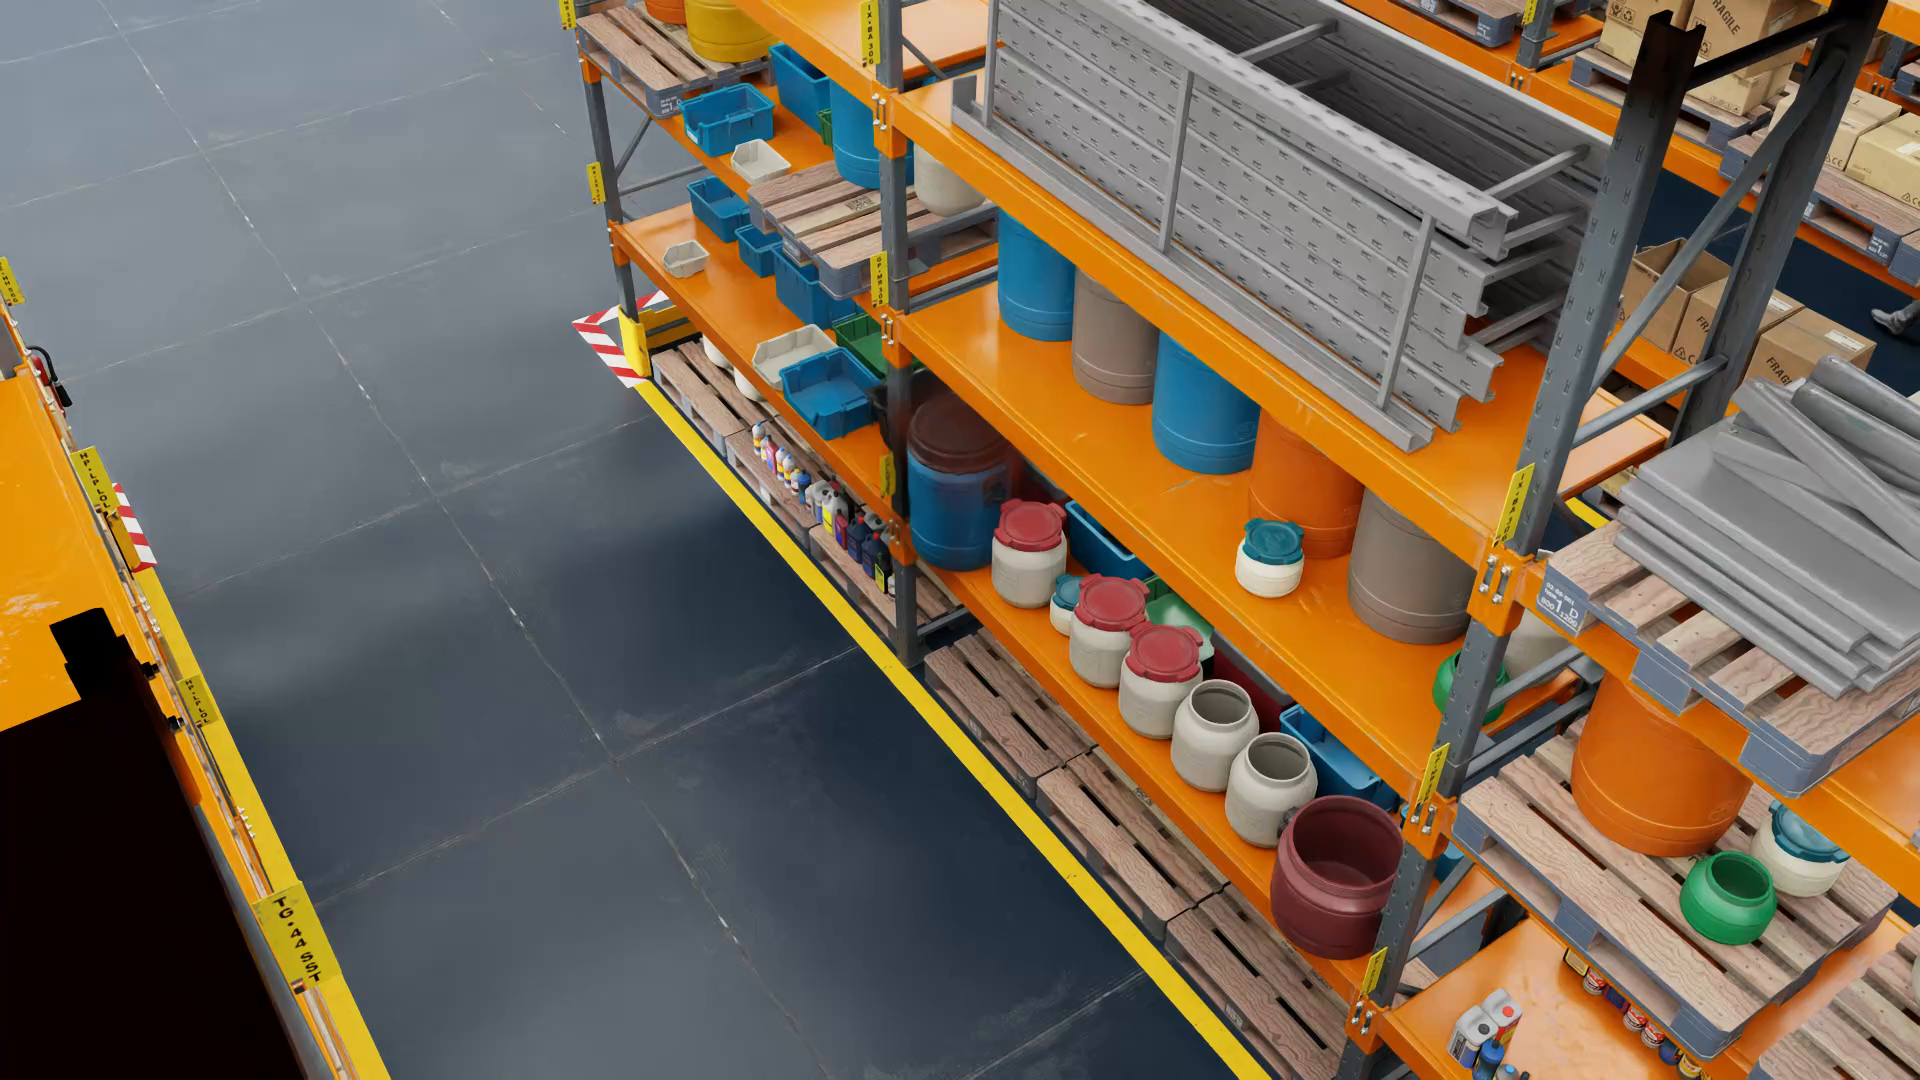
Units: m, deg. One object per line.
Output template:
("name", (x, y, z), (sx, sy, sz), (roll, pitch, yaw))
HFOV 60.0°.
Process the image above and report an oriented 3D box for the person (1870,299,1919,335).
("person", (7.794, -2.140, 12.793), (1.084, 1.710, 0.622), (30, 51, 29))
